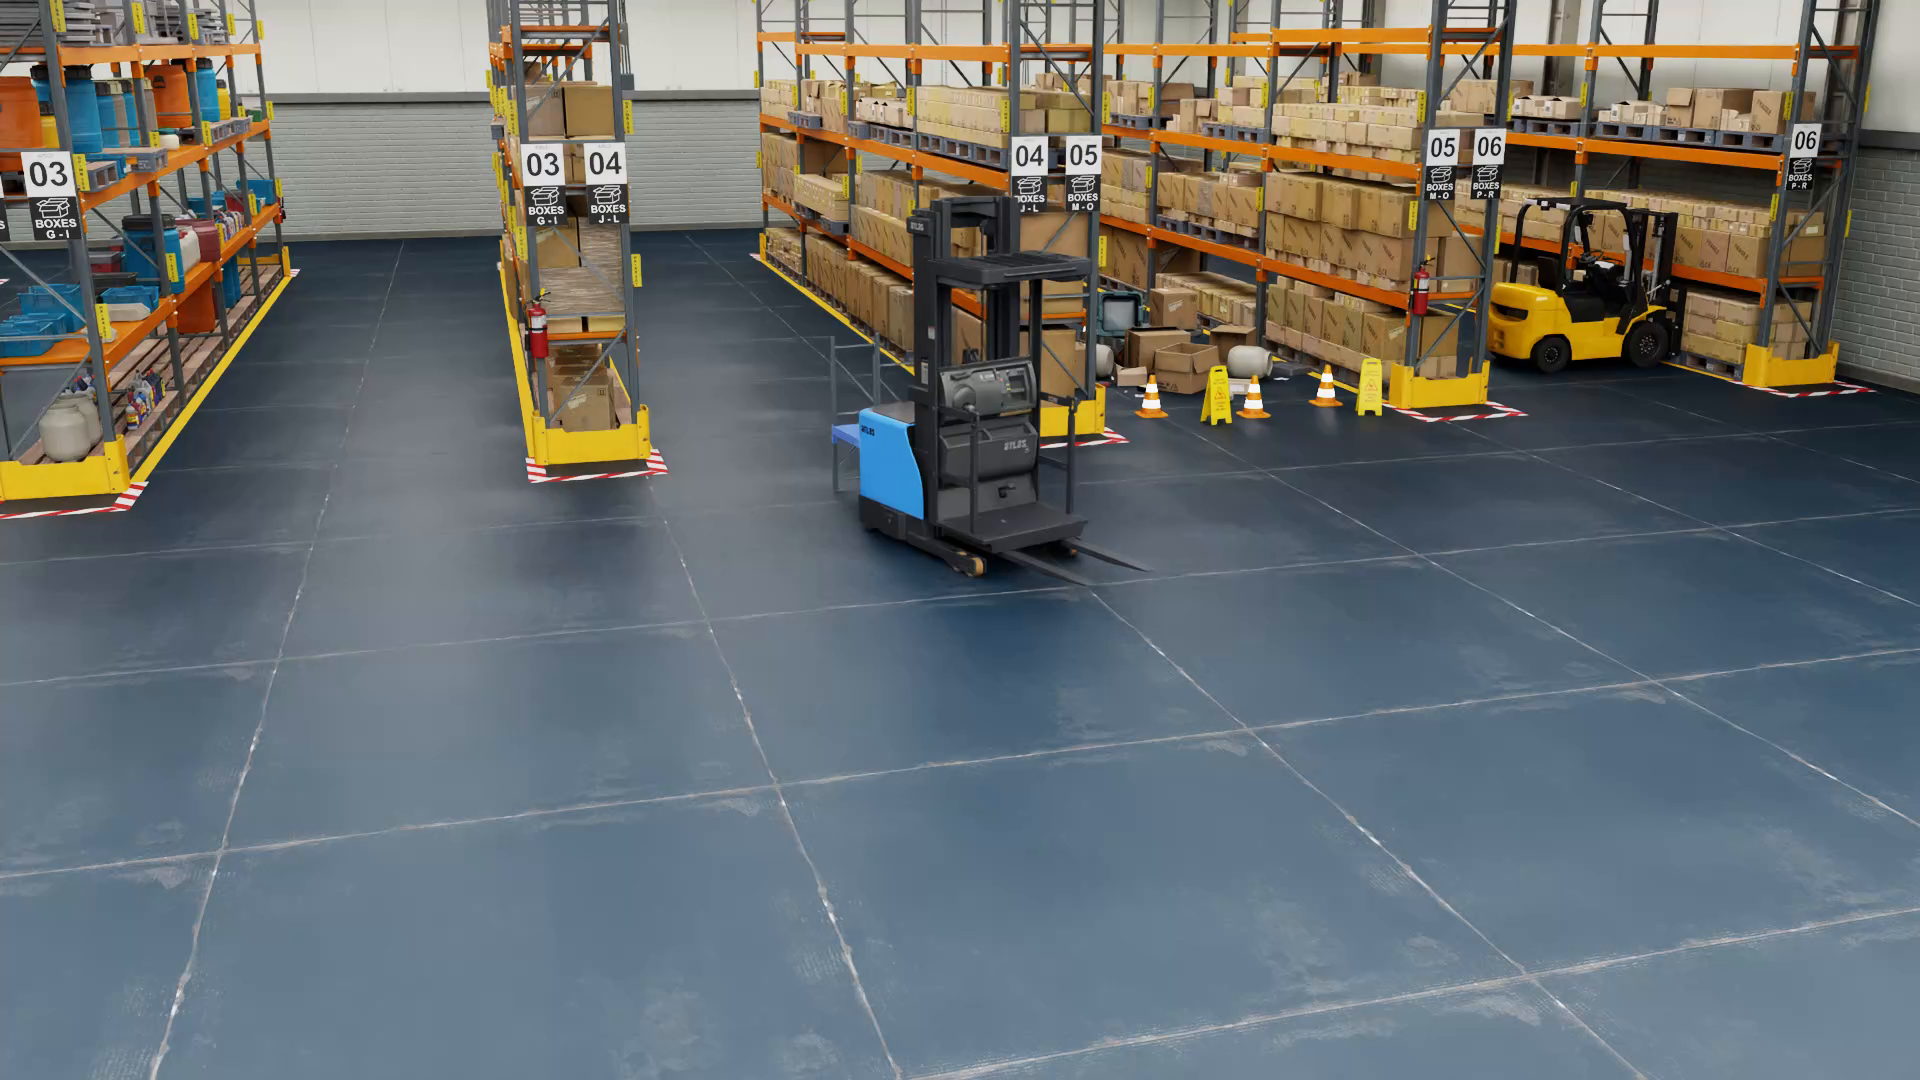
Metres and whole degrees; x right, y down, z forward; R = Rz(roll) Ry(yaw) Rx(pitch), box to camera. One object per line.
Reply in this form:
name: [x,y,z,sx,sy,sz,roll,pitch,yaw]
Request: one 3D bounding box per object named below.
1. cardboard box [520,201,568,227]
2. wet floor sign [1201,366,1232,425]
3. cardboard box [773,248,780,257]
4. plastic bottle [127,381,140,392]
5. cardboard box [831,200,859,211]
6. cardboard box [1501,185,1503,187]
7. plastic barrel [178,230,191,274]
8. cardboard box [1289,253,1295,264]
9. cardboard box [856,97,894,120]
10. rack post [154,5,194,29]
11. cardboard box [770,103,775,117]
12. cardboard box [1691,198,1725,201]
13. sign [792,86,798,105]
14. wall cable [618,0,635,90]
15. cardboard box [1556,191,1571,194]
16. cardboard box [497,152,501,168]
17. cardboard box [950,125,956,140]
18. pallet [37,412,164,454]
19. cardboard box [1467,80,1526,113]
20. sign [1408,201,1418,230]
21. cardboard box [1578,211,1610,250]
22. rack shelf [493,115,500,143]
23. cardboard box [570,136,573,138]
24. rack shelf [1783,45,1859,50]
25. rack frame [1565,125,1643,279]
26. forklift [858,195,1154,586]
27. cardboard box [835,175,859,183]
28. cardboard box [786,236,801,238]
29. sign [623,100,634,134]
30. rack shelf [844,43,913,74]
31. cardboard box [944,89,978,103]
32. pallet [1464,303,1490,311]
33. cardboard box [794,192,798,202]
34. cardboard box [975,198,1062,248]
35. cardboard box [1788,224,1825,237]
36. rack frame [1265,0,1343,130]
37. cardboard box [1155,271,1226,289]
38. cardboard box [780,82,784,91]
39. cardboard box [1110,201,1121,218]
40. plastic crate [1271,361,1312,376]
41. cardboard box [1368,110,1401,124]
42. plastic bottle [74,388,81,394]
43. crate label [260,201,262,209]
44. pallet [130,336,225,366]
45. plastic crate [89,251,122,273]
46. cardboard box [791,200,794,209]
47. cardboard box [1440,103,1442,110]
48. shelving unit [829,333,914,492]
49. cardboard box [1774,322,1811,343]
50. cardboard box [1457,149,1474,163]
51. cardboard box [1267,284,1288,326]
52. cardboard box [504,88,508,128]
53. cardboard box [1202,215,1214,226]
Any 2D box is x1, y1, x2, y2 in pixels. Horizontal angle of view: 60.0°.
cardboard box: [-4.592,-3.484,18.409,0.500,0.500,0.500,-5,17,-15]
wet floor sign: [2.912,-1.652,18.831,0.267,0.644,0.232,-8,18,-25]
cardboard box: [-3.370,-5.509,31.804,0.380,0.149,0.250,-4,17,-15]
plastic bottle: [-9.286,-1.661,18.738,0.152,0.276,0.135,-5,17,-15]
cardboard box: [-1.771,-5.168,25.633,0.380,0.149,0.250,-4,17,-14]
cardboard box: [8.474,-5.548,26.406,0.380,0.149,0.250,-4,17,-14]
plastic barrel: [-10.030,-3.652,21.159,0.433,0.535,0.433,0,17,0]
cardboard box: [4.633,-3.787,22.283,0.380,0.149,0.250,-5,17,-16]
cardboard box: [-1.210,-6.270,24.147,0.500,0.311,0.500,-5,17,-15]
rack post: [-10.996,-7.123,22.653,0.954,0.300,0.937,-5,17,-15]
cardboard box: [-3.224,-7.990,30.884,0.500,0.250,0.500,-5,18,-17]
cardboard box: [10.143,-4.558,22.593,0.380,0.149,0.250,-4,17,-14]
sign: [-2.817,-7.590,28.392,0.100,0.325,0.005,-5,17,-15]
wall cable: [-6.433,-12.943,36.307,2.277,5.999,0.120,-5,17,-15]
cardboard box: [9.333,-5.240,25.380,0.380,0.149,0.250,-5,17,-16]
cardboard box: [-8.184,-6.830,30.417,0.500,0.500,0.500,-5,17,-17]
cardboard box: [0.093,-4.755,19.386,0.380,0.149,0.250,-4,17,-15]
pallet: [-9.174,-1.119,17.812,1.003,0.211,1.213,-5,17,-15]
cardboard box: [8.505,-7.039,26.380,0.700,0.500,0.500,-5,17,-16]
sign: [5.193,-3.718,19.054,0.100,0.325,0.005,-5,17,-15]
cardboard box: [9.275,-4.455,23.896,0.500,0.500,0.500,-5,17,-17]
rack shelf: [-7.644,-7.232,29.350,1.077,0.370,4.000,-5,17,-15]
cardboard box: [-3.974,-4.280,17.839,0.380,0.149,0.250,-6,18,-18]
rack shelf: [9.954,-6.462,21.805,0.919,0.052,3.809,-5,17,-15]
rack frame: [9.405,-4.551,24.387,1.000,3.000,0.127,-5,17,-15]
forklift: [4.123,-3.828,22.101,17.602,2.935,13.267,-12,20,-34]
cardboard box: [-1.925,-6.147,28.373,0.380,0.149,0.250,-5,17,-17]
cardboard box: [-3.037,-5.582,31.011,0.380,0.149,0.250,-5,17,-15]
sign: [-3.274,-4.165,16.371,0.100,0.325,0.005,-5,17,-15]
rack shelf: [-0.648,-6.628,22.821,1.077,0.370,4.000,-5,17,-15]
cardboard box: [0.026,-5.205,19.500,0.380,0.149,0.250,-5,17,-15]
pallet: [8.826,-3.754,26.582,1.003,0.211,1.213,-5,17,-15]
cardboard box: [-2.631,-5.886,28.540,0.380,0.149,0.250,-6,18,-18]
cardboard box: [0.673,-3.637,19.207,0.875,0.550,0.550,-5,17,-15]
cardboard box: [10.660,-3.917,20.977,0.380,0.149,0.250,-5,17,-17]
rack frame: [4.633,-7.030,22.214,1.000,3.000,0.127,-5,17,-15]
cardboard box: [3.679,-4.049,26.555,0.950,0.372,0.625,-6,18,-19]
cardboard box: [-3.026,-8.166,29.909,0.380,0.149,0.250,-5,17,-16]
cardboard box: [2.867,-5.592,28.114,0.500,0.250,0.500,-5,17,-16]
plastic crate: [4.276,-2.260,21.836,0.402,0.080,0.583,-12,20,-34]
cardboard box: [5.153,-5.105,20.070,0.380,0.149,0.250,-5,17,-15]
plastic bottle: [-9.707,-1.540,18.343,0.097,0.271,0.097,0,17,0]
crate label: [-12.391,-5.836,29.021,0.396,0.136,0.243,-5,17,-15]
pallet: [-10.581,-2.536,22.526,1.003,0.211,1.213,-5,17,-15]
plastic crate: [-10.085,-3.122,19.522,0.402,0.464,0.583,-5,17,-15]
cardboard box: [-2.776,-5.953,29.494,0.380,0.149,0.250,-5,17,-17]
cardboard box: [7.976,-7.292,27.866,0.380,0.149,0.250,-4,17,-14]
shelving unit: [-0.769,-1.085,15.459,0.538,1.500,1.048,-8,19,-25]
cardboard box: [10.574,-2.714,21.455,0.500,0.250,0.500,-4,17,-14]
cardboard box: [5.953,-4.484,19.389,0.380,0.149,0.250,-5,17,-15]
cardboard box: [4.536,-3.216,22.690,0.500,0.500,0.500,-4,17,-13]
cardboard box: [-5.832,-5.774,22.205,0.500,0.500,0.500,-5,17,-17]
cardboard box: [3.842,-4.789,24.887,0.380,0.149,0.250,-4,17,-14]
